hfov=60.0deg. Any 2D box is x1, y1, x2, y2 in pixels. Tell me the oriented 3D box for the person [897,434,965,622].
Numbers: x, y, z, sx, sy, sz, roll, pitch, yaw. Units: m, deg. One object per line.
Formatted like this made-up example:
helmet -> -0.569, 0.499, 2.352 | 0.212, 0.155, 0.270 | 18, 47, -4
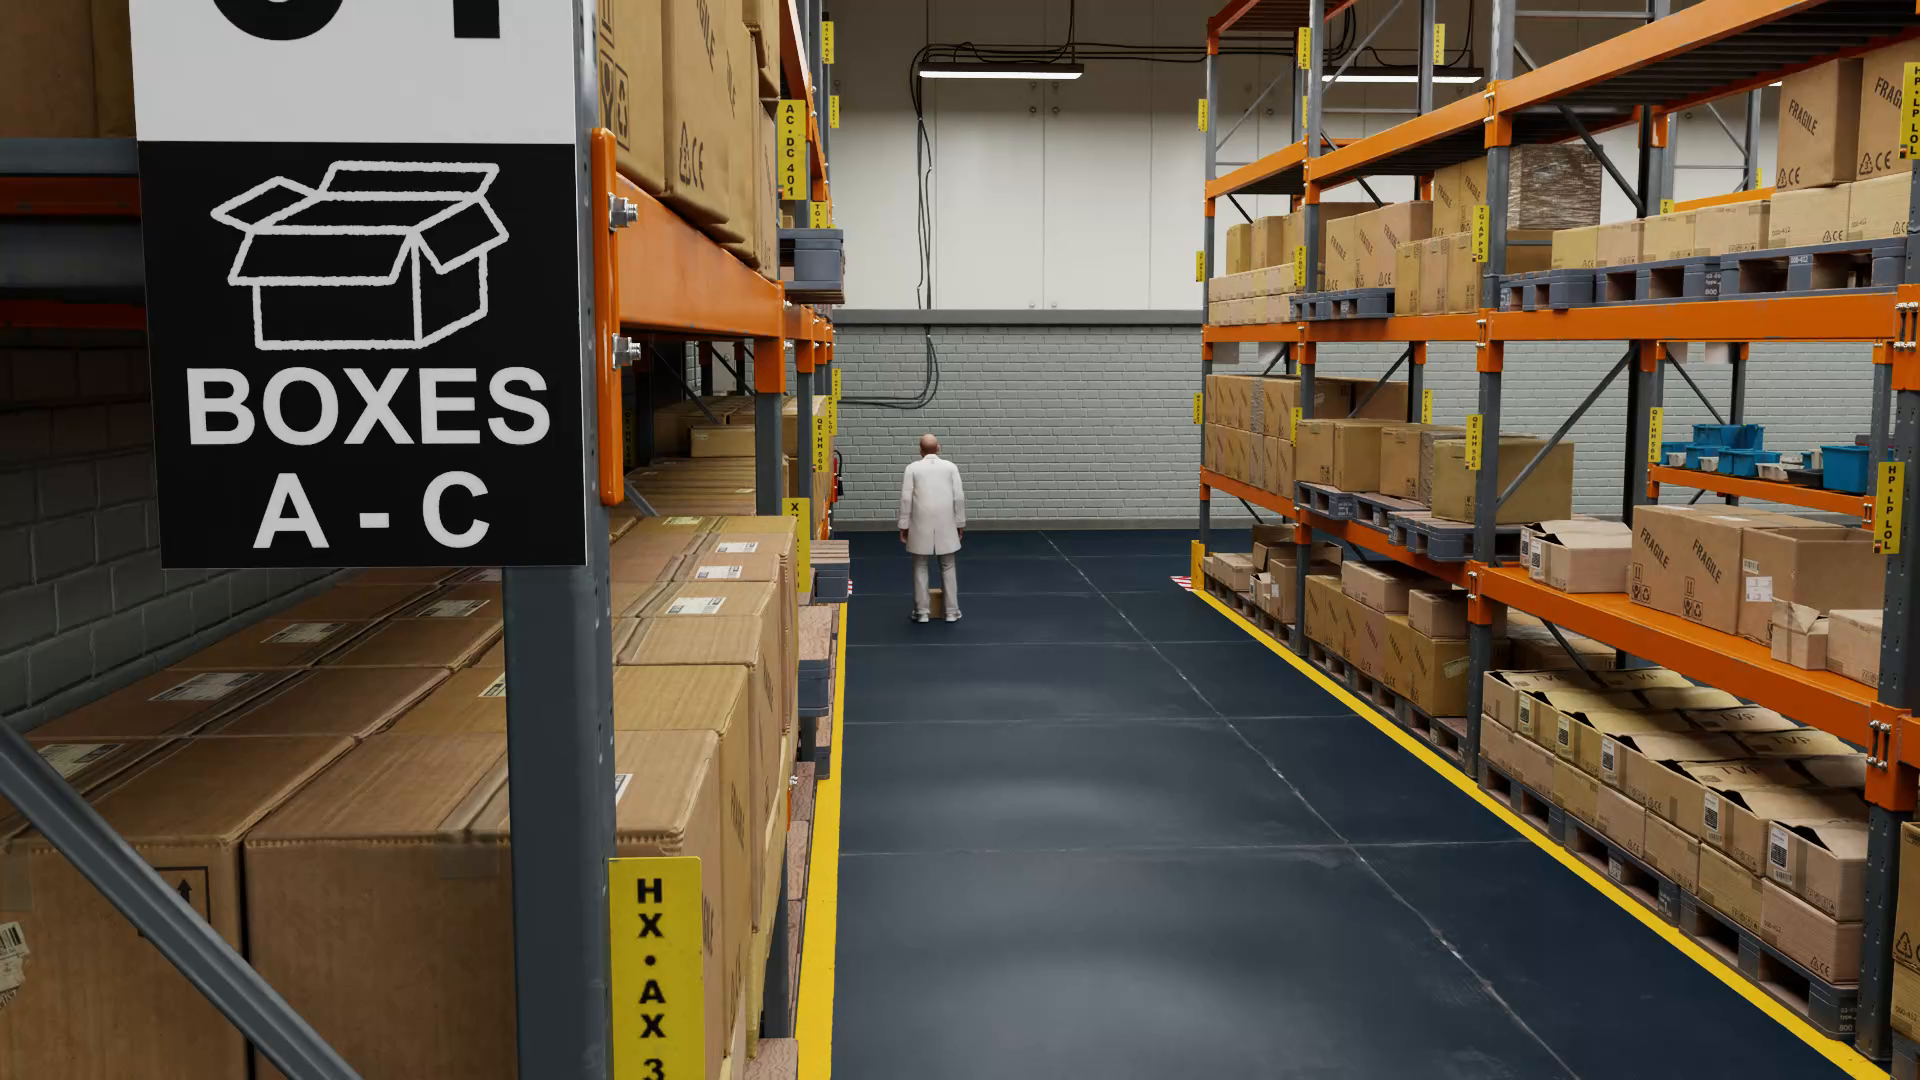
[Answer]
person -> -0.270, -0.114, 15.774 | 0.654, 1.774, 0.426 | -1, 7, -8
